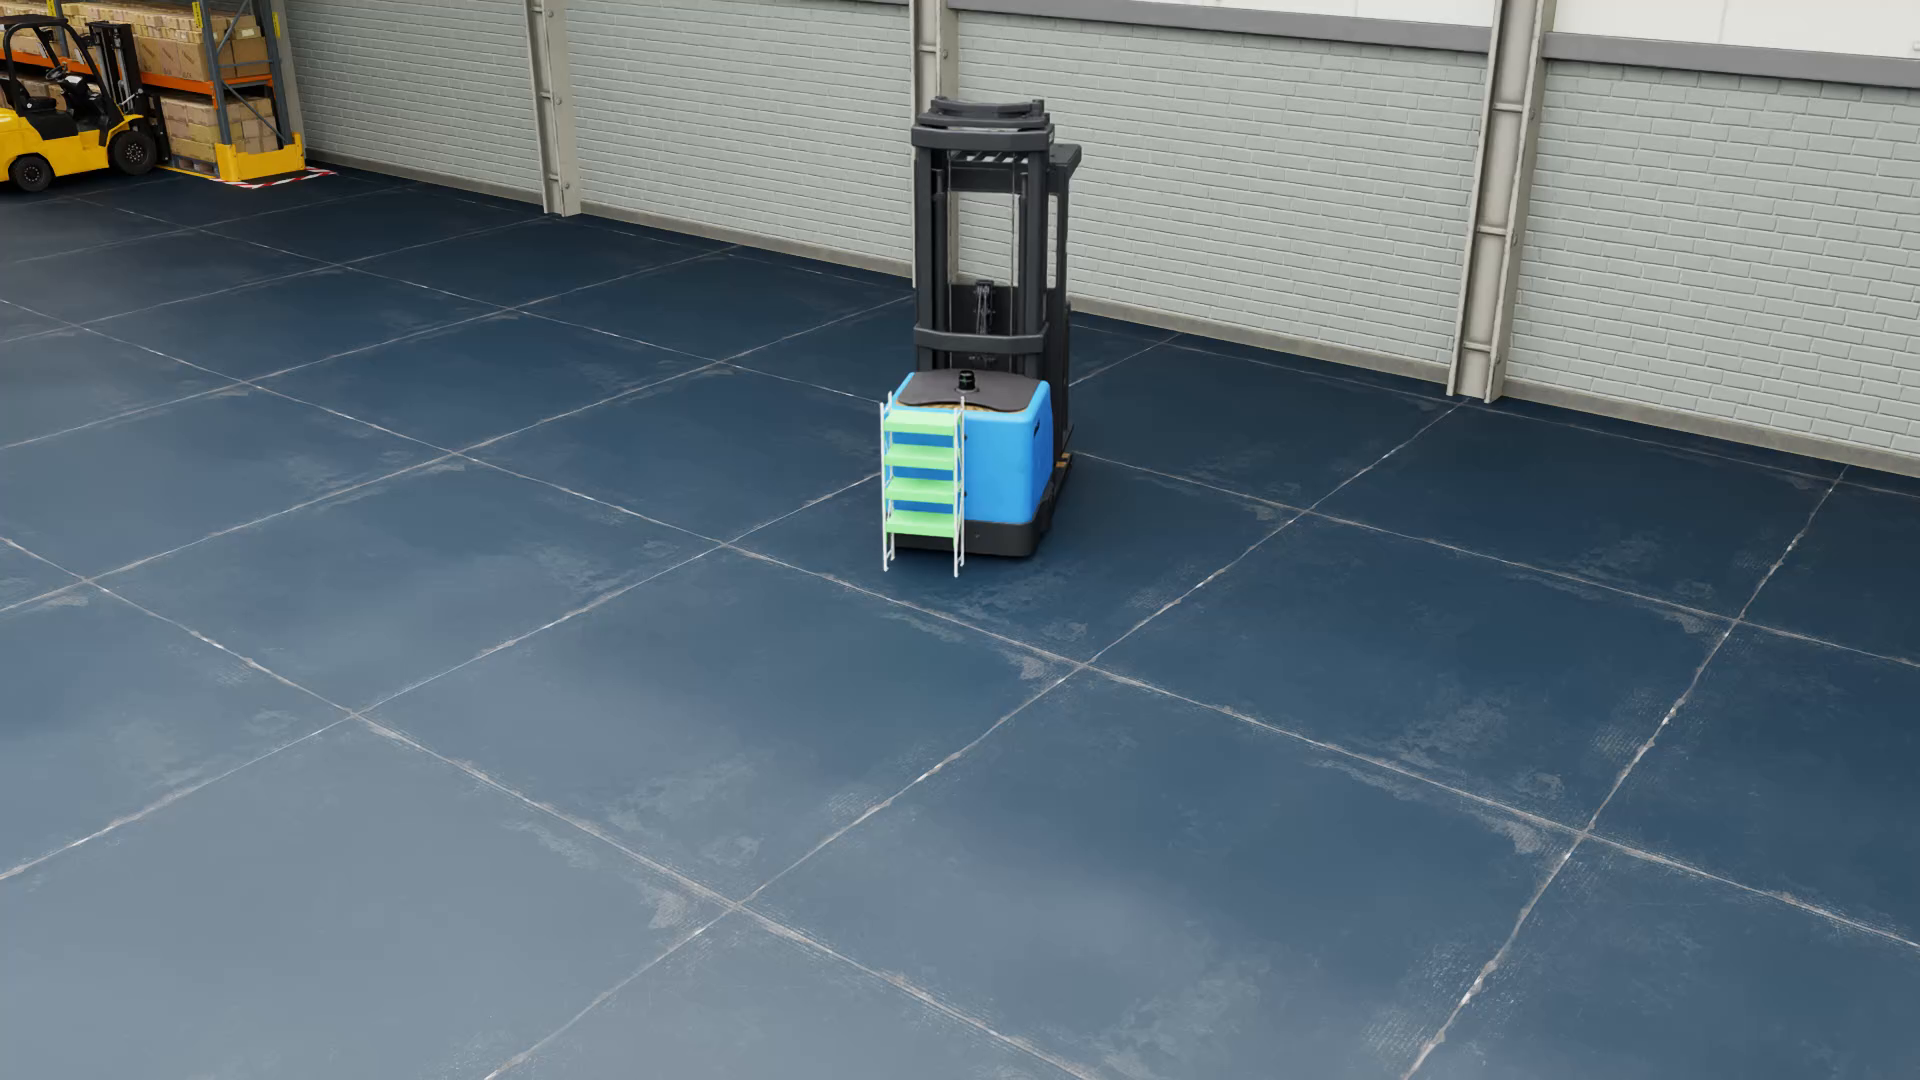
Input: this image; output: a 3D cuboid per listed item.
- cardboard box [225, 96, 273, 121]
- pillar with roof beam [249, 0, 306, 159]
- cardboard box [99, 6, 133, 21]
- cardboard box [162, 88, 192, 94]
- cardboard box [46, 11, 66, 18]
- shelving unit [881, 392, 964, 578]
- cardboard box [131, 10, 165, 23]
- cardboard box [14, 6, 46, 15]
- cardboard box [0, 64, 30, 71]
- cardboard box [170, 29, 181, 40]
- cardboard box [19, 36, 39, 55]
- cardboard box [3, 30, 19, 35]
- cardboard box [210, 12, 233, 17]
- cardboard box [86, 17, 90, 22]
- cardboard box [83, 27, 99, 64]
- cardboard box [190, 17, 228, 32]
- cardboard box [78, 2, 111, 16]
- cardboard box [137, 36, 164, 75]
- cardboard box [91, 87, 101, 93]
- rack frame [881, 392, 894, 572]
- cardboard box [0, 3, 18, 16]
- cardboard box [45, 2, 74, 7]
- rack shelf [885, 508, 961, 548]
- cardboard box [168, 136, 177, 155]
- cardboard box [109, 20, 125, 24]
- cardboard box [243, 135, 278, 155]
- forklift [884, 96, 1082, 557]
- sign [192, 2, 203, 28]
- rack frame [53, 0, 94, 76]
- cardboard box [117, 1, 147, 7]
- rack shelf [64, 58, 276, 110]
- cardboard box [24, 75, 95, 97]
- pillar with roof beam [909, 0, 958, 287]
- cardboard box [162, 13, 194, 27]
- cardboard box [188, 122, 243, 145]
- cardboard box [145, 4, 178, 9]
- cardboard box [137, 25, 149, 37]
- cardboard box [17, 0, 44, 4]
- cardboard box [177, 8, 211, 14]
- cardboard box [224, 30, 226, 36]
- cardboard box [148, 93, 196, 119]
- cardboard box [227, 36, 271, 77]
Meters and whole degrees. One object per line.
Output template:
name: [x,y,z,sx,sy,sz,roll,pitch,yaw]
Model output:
cardboard box: [-10.122,-6.119,23.566,0.500,0.250,0.500,16,29,33]
pillar with roof beam: [-12.449,-8.365,19.576,0.400,9.000,9.100,17,29,33]
cardboard box: [-12.133,-7.581,23.938,0.250,0.149,0.380,16,29,32]
cardboard box: [-11.323,-6.489,24.406,0.500,0.250,0.500,16,28,32]
cardboard box: [-13.458,-7.871,24.965,0.250,0.149,0.380,18,29,35]
shelving unit: [-0.245,-0.360,11.079,0.503,1.200,0.258,5,24,10]
cardboard box: [-11.495,-7.416,23.564,0.250,0.149,0.380,17,29,34]
cardboard box: [-14.130,-8.024,25.313,0.250,0.149,0.380,16,28,32]
cardboard box: [-15.761,-7.435,27.328,0.625,0.625,0.875,18,29,35]
cardboard box: [-10.689,-7.021,23.035,0.250,0.149,0.380,17,29,34]
cardboard box: [-14.017,-7.606,25.478,0.500,0.250,0.500,17,29,33]
cardboard box: [-14.419,-7.961,25.664,0.500,0.250,0.500,17,29,34]
cardboard box: [-10.400,-7.312,23.328,0.250,0.149,0.380,17,29,34]
cardboard box: [-12.521,-7.582,24.309,0.250,0.149,0.380,17,29,33]
cardboard box: [-12.426,-7.251,24.362,0.500,0.500,0.500,17,29,34]
cardboard box: [-10.264,-7.047,22.727,0.250,0.149,0.380,17,29,33]
cardboard box: [-12.700,-7.795,24.423,0.250,0.149,0.380,17,29,34]
cardboard box: [-11.222,-6.882,23.526,0.500,0.500,0.500,16,29,32]
cardboard box: [-12.449,-6.563,24.576,0.500,0.250,0.500,17,29,33]
rack frame: [-0.484,-0.380,11.123,0.015,1.200,0.240,5,24,10]
cardboard box: [-14.757,-8.209,25.733,0.250,0.149,0.380,16,28,32]
cardboard box: [-13.987,-8.280,25.893,0.250,0.149,0.380,17,29,33]
rack shelf: [-0.245,-0.082,11.202,0.480,0.148,0.258,5,24,10]
cardboard box: [-11.203,-5.743,23.953,0.500,0.250,0.500,17,29,34]
cardboard box: [-11.947,-7.379,23.849,0.250,0.149,0.380,16,28,32]
cardboard box: [-10.126,-5.666,23.778,0.500,0.250,0.500,17,29,34]
forklift: [0.267,-1.795,12.188,1.130,2.935,3.031,5,24,10]
sign: [-10.187,-7.016,22.224,0.005,0.325,0.100,17,29,33]
rack frame: [-13.051,-7.517,25.091,0.127,3.000,1.000,17,29,33]
cardboard box: [-12.219,-7.882,24.622,0.250,0.149,0.380,17,29,33]
rack shelf: [-11.451,-6.704,24.138,4.000,0.370,1.077,17,29,33]
cardboard box: [-14.092,-6.935,26.195,0.625,0.625,0.875,16,29,33]
pillar with roof beam: [-2.847,-5.464,12.989,0.400,9.000,9.100,17,29,33]
cardboard box: [-10.860,-7.236,23.154,0.250,0.149,0.380,17,29,34]
cardboard box: [-10.428,-5.729,23.303,0.500,0.250,0.500,16,29,33]
cardboard box: [-11.609,-7.696,24.199,0.250,0.149,0.380,16,29,33]
cardboard box: [-11.337,-7.188,23.416,0.250,0.149,0.380,17,29,34]
cardboard box: [-14.630,-8.449,26.276,0.250,0.149,0.380,18,29,35]
cardboard box: [-10.966,-7.528,23.817,0.250,0.149,0.380,16,28,32]
cardboard box: [-10.202,-7.097,23.209,0.250,0.149,0.380,17,29,33]
cardboard box: [-11.228,-6.192,23.733,0.500,0.250,0.500,17,29,34]
cardboard box: [-10.081,-6.805,23.350,0.500,0.500,0.500,18,29,35]
